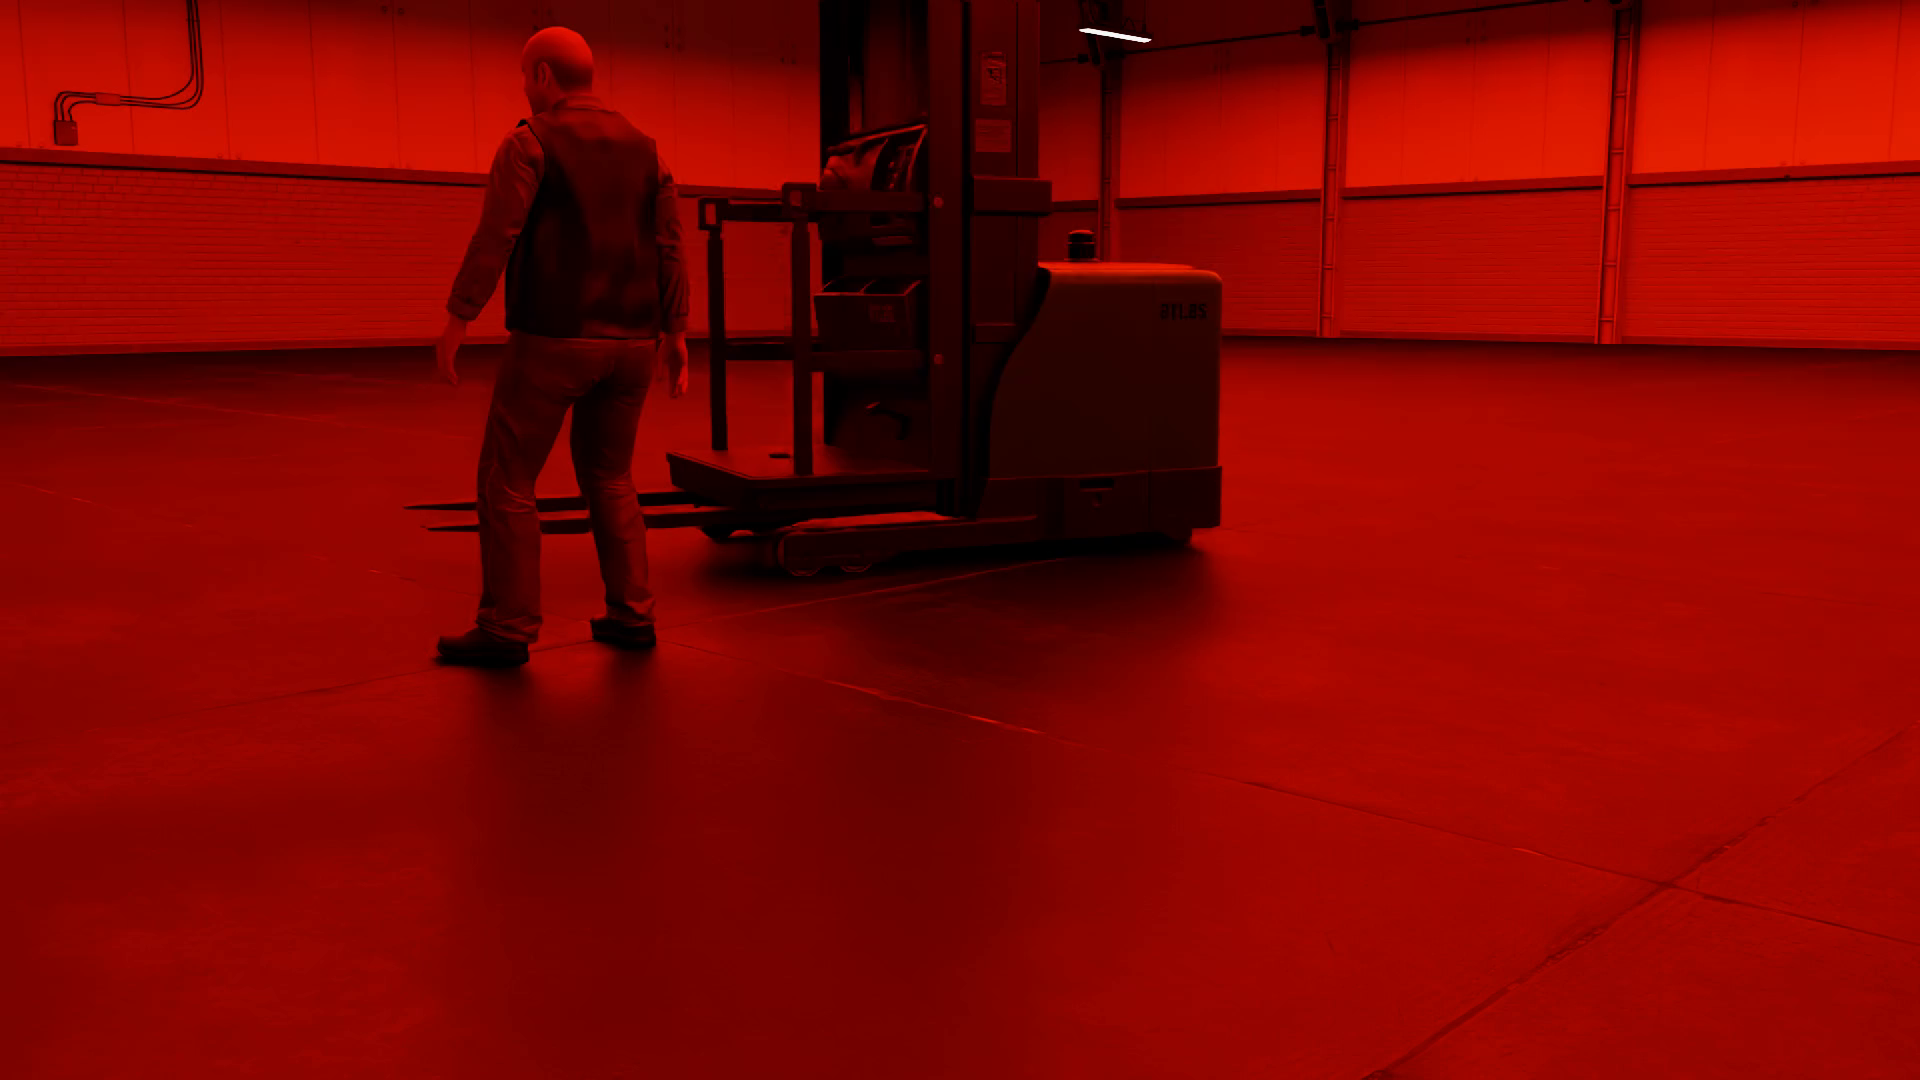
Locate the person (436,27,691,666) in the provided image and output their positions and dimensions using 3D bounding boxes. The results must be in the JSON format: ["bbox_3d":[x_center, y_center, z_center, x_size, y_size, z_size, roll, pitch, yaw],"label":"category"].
[{"bbox_3d":[-1.073,-0.541,4.597,0.418,1.702,0.736,8,11,41],"label":"person"}]

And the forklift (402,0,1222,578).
[{"bbox_3d":[-0.521,-1.406,6.213,3.031,2.935,1.130,-4,9,-25],"label":"forklift"}]
